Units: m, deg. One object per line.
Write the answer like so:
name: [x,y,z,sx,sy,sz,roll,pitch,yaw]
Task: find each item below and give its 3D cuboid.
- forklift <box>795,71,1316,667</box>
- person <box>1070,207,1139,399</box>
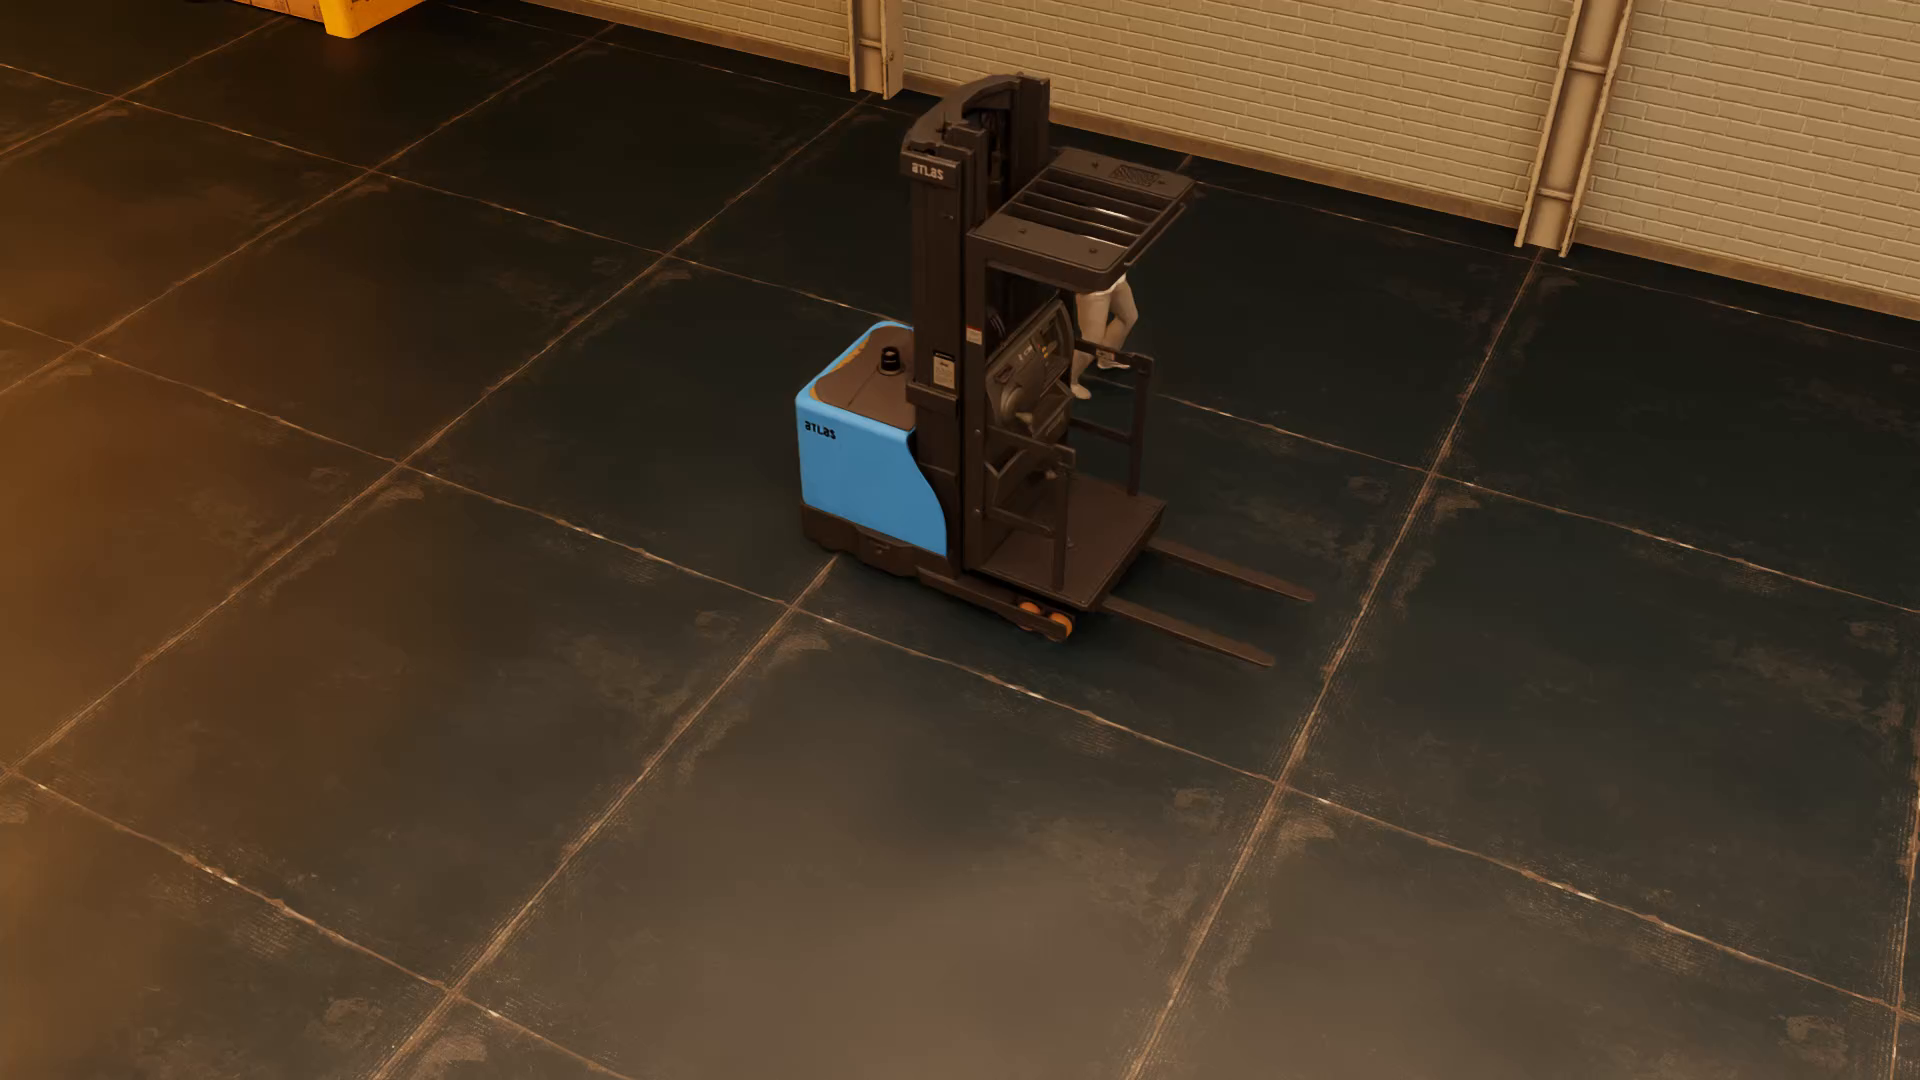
forklift: [0.563,-0.928,9.089,3.031,2.935,1.130,20,44,22]
person: [0.928,-1.696,11.048,0.432,1.634,0.798,23,45,25]
